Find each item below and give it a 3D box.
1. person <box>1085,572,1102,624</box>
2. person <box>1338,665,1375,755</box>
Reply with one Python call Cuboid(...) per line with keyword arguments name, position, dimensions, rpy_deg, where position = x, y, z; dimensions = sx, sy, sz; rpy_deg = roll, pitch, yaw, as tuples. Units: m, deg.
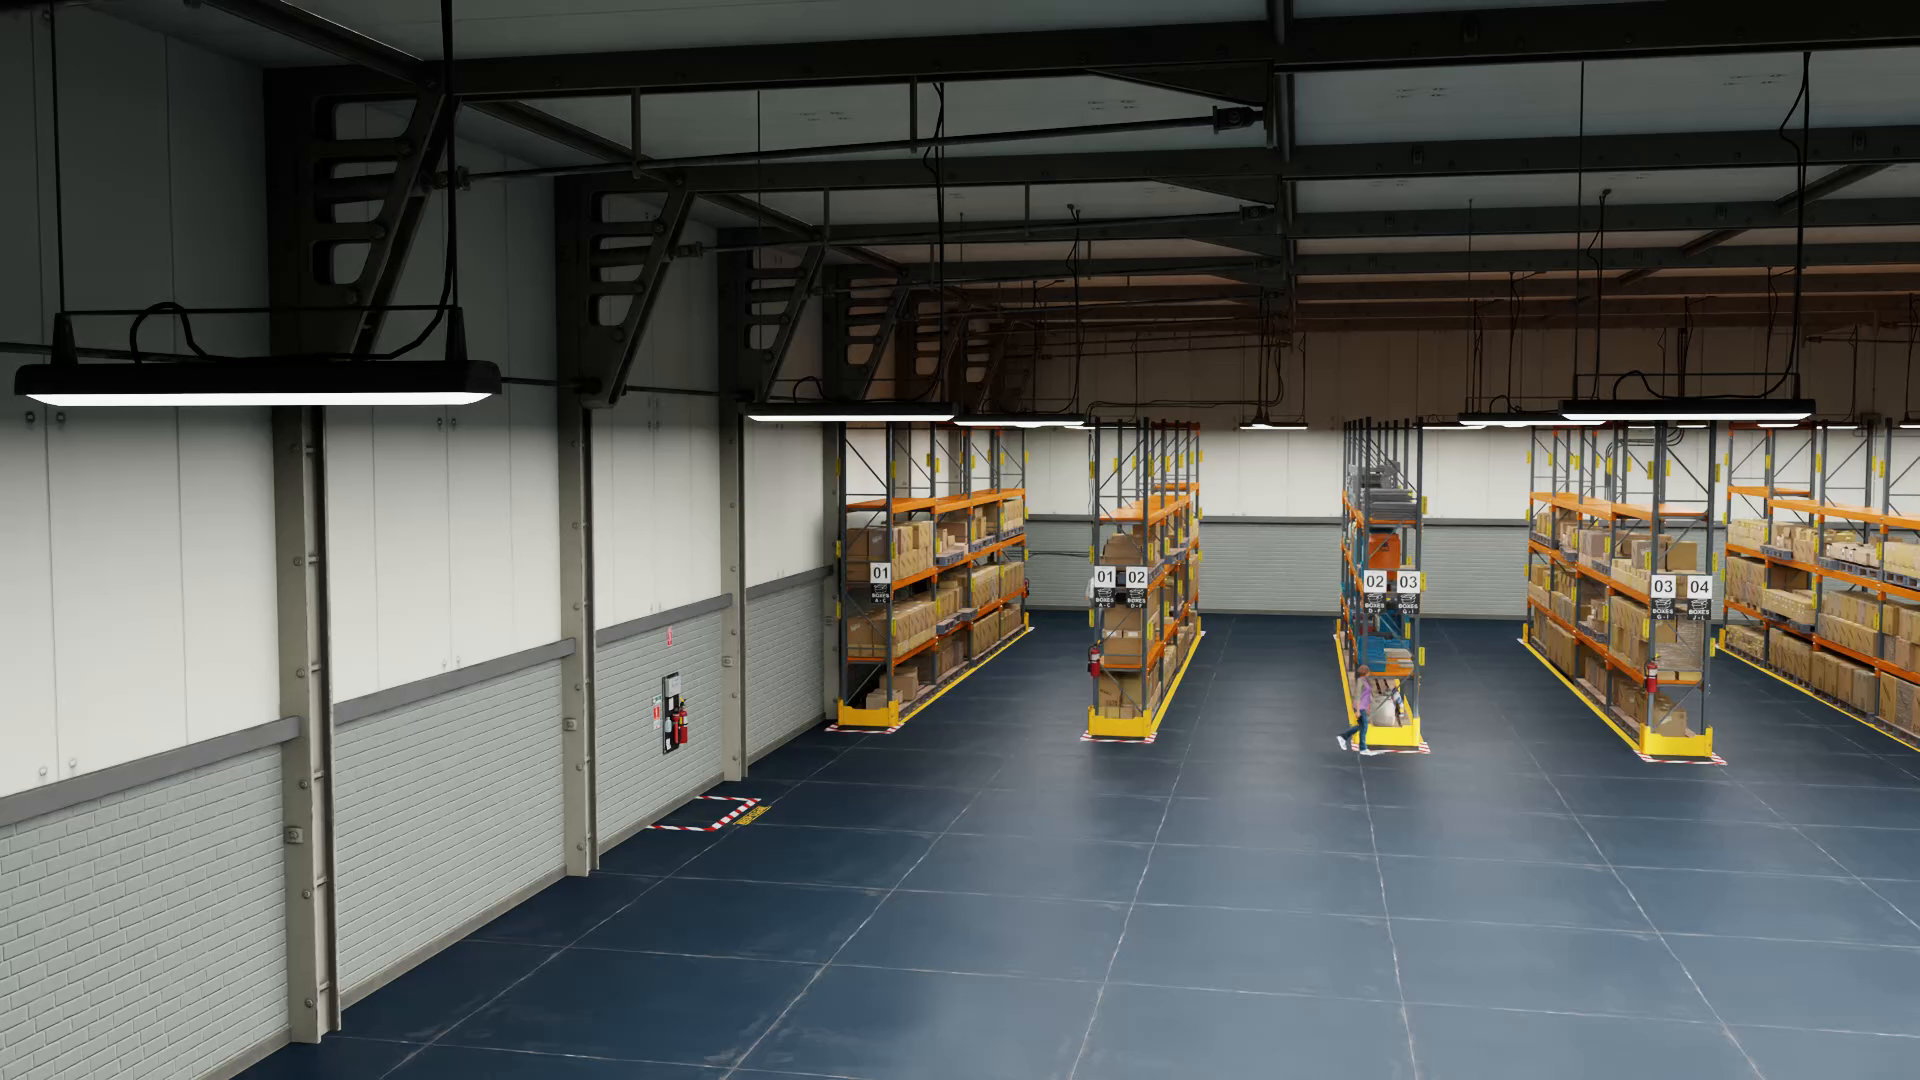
Cuboid(name="person", position=(3.968, 1.684, 48.653), dimensions=(0.581, 1.720, 1.015), rpy_deg=(1, 4, 17))
Cuboid(name="person", position=(7.070, 3.009, 29.621), dimensions=(0.676, 1.584, 0.479), rpy_deg=(1, 4, 17))
